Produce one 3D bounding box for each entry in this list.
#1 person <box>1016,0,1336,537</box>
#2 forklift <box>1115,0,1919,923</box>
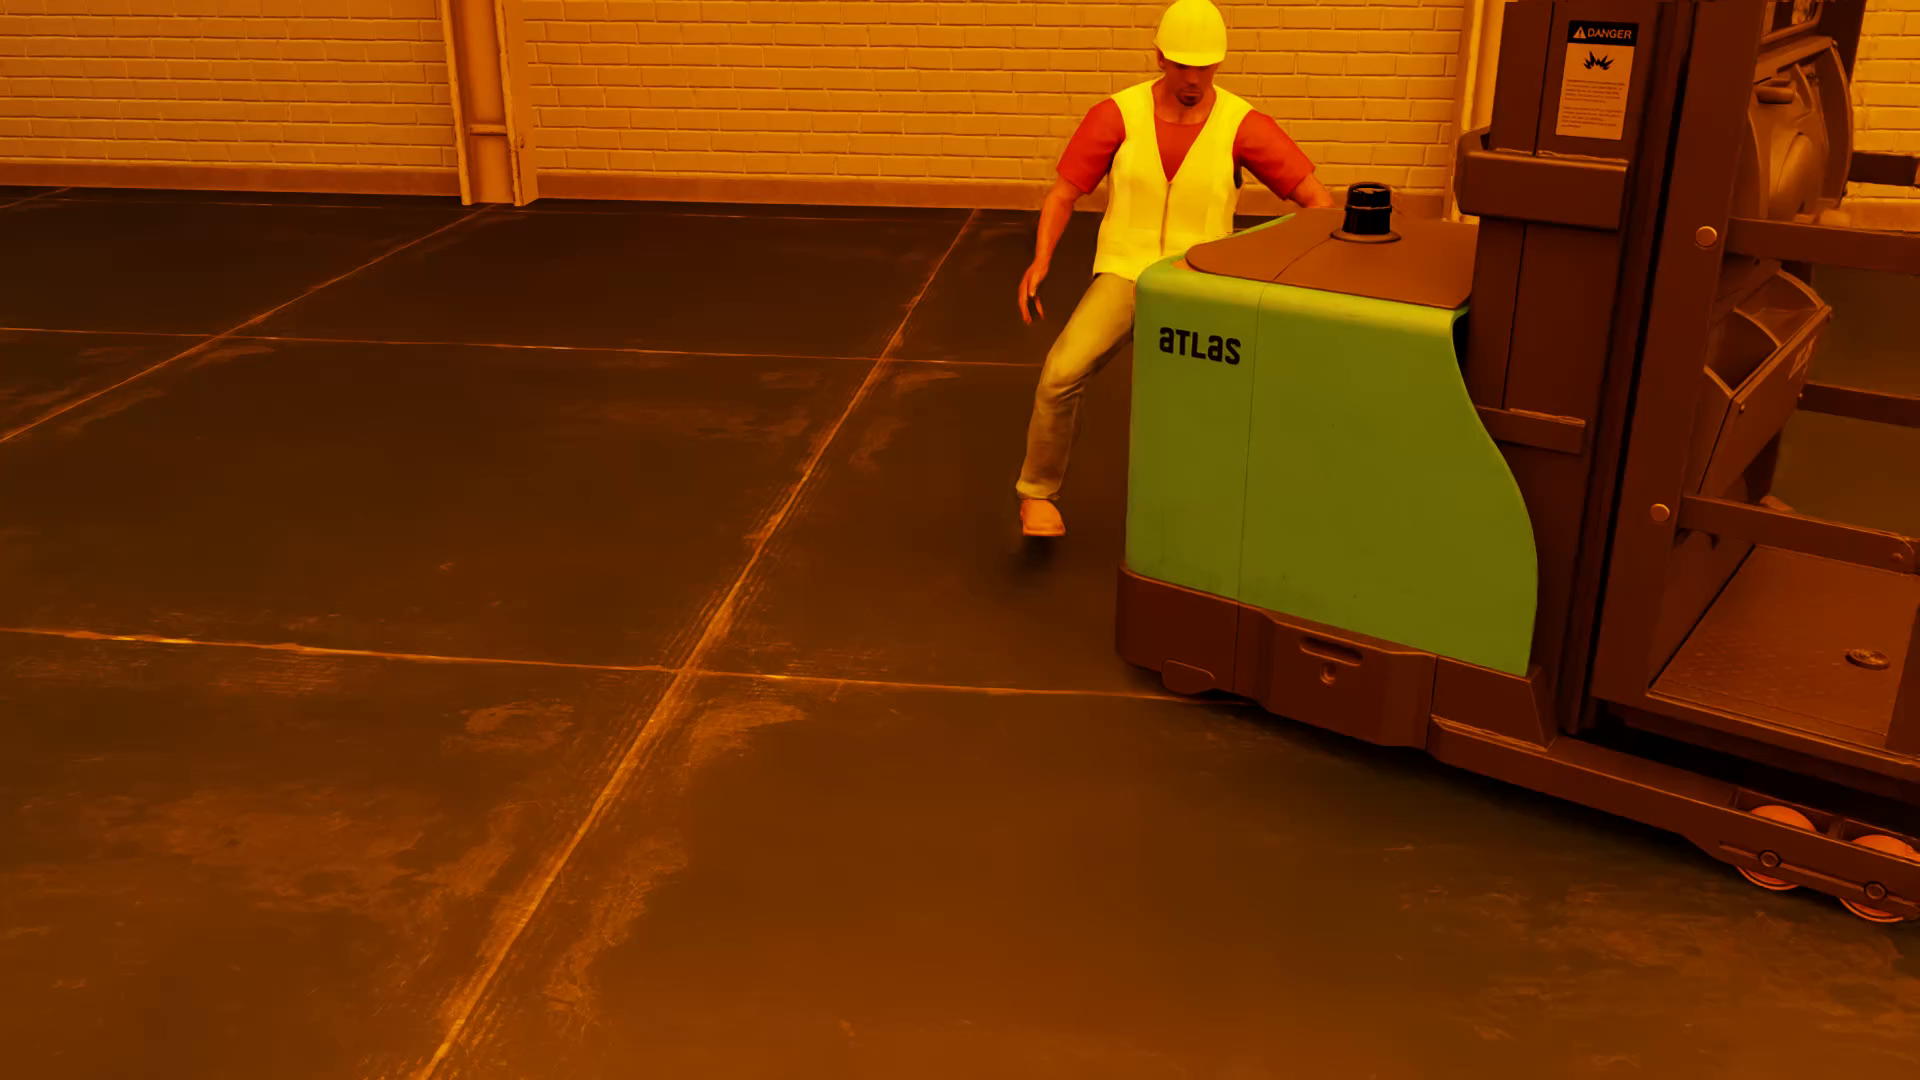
[{"bbox_3d":[0.692,-0.787,5.027,1.011,1.631,0.815,3,22,7],"label":"person"},{"bbox_3d":[1.892,-0.828,3.309,3.031,2.935,1.130,15,26,33],"label":"forklift"}]
